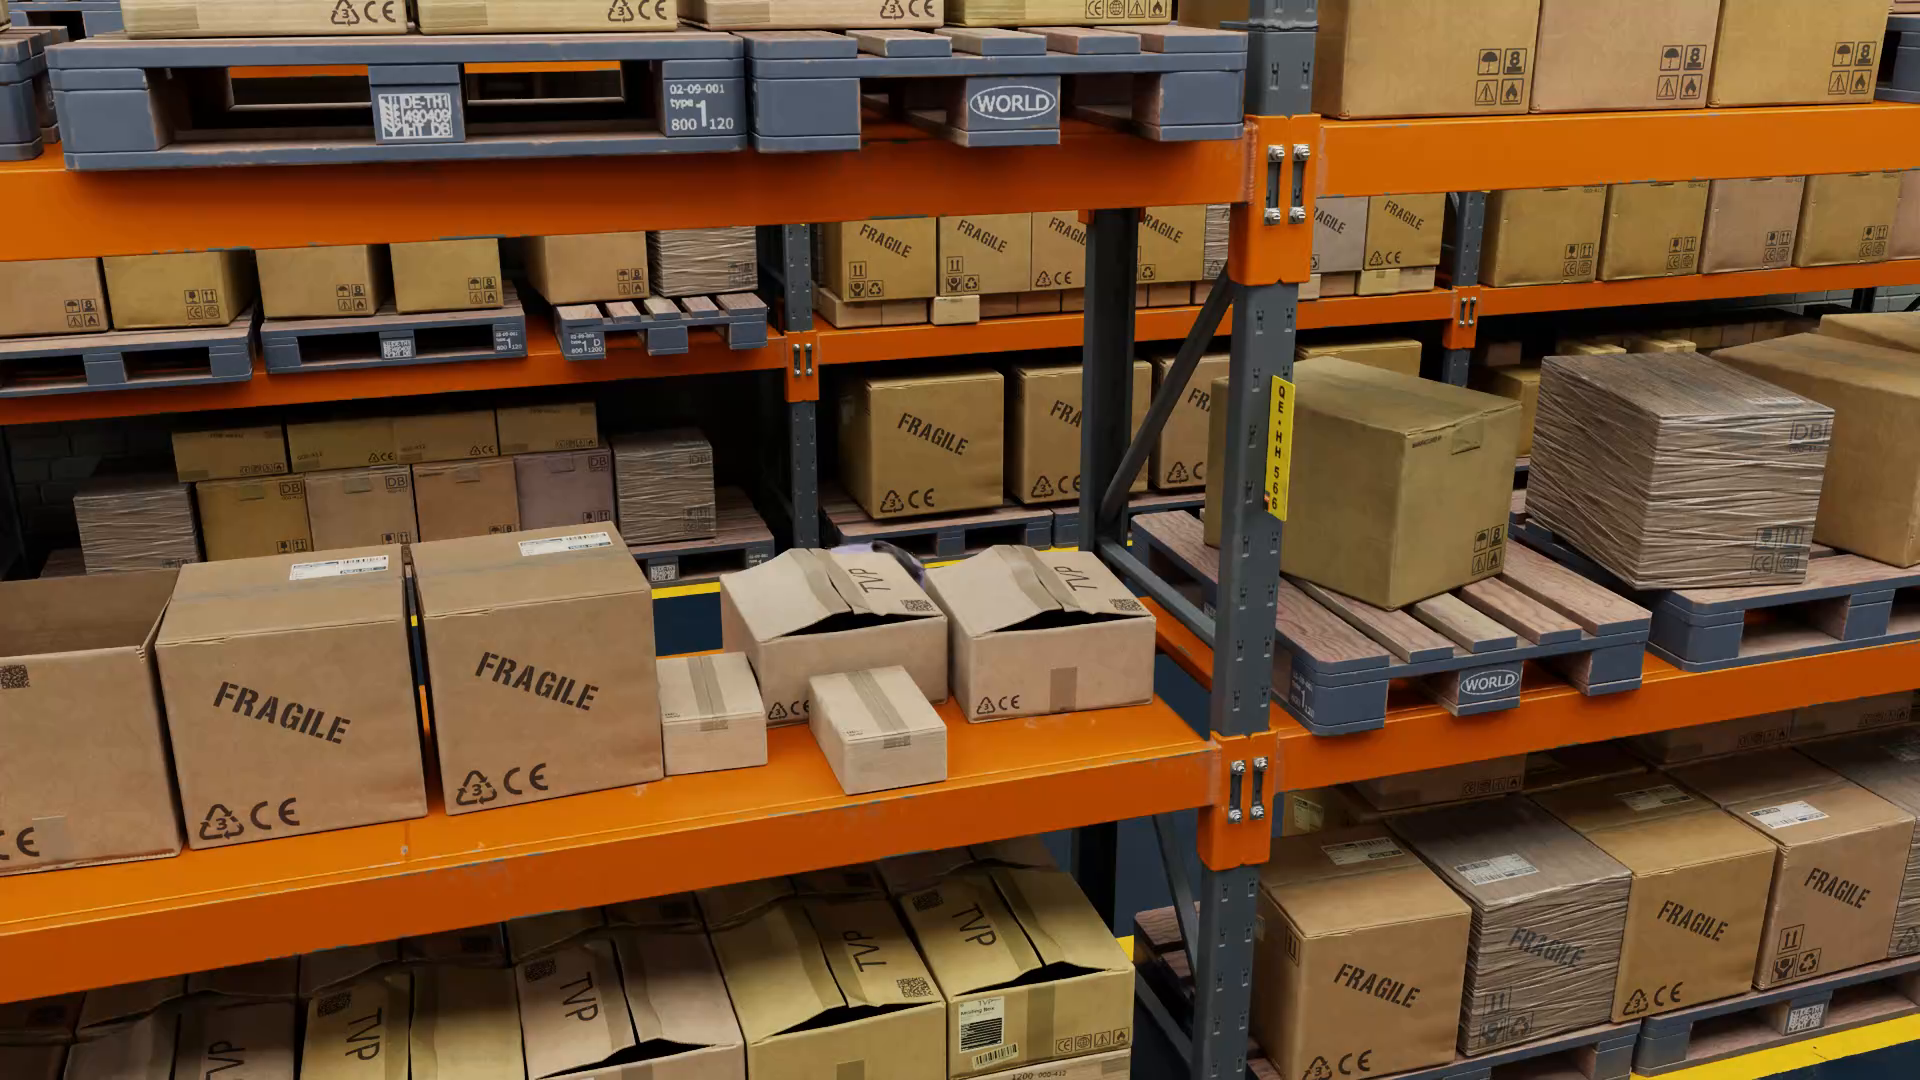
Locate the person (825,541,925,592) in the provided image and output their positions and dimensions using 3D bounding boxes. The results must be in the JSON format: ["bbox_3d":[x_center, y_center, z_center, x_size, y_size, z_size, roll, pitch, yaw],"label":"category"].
[{"bbox_3d":[-0.382,0.487,6.346,0.465,1.196,0.858,-7,21,-20],"label":"person"}]
